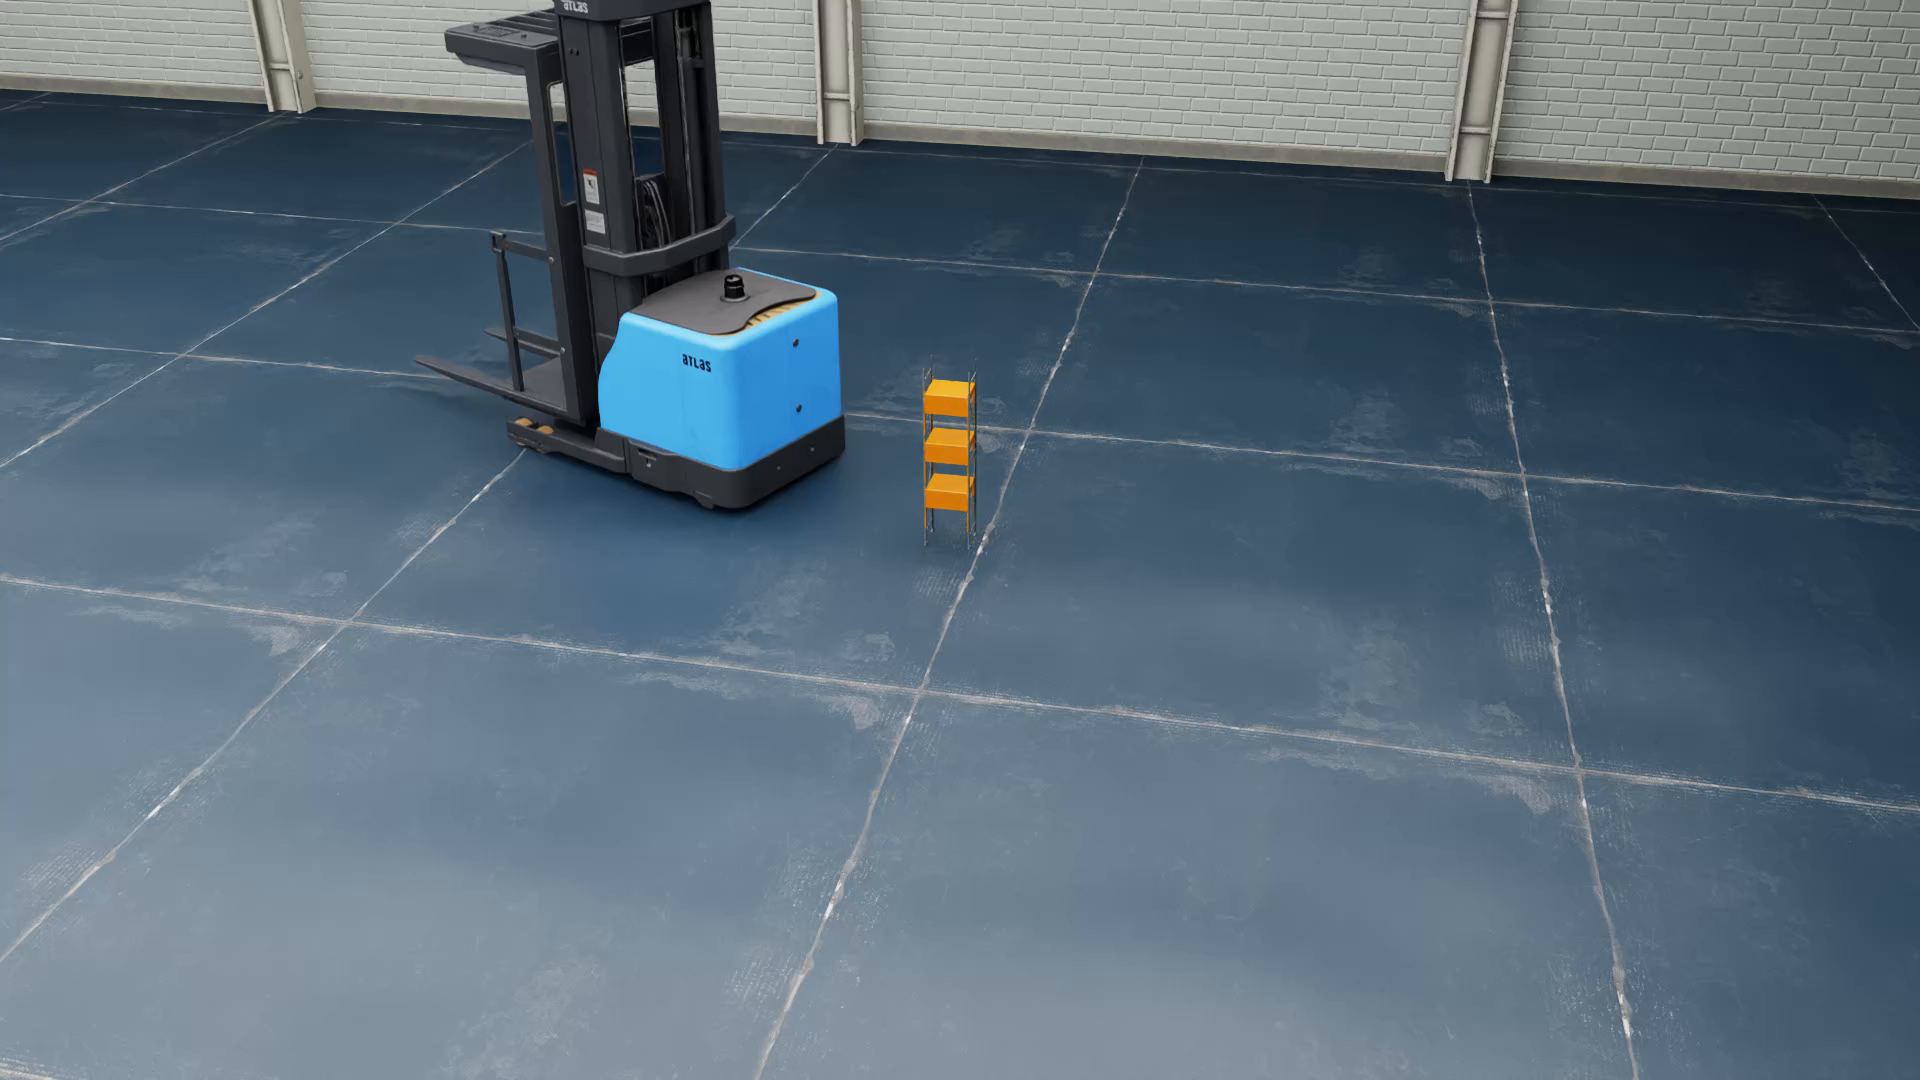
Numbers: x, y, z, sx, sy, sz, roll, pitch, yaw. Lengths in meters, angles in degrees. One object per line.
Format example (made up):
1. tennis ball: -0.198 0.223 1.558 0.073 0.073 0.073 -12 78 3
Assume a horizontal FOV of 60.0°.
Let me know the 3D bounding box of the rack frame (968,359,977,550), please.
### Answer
1. rack frame: 0.067 -0.454 8.985 0.008 1.050 0.200 6 29 11

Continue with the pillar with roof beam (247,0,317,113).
1. pillar with roof beam: -7.944 -6.485 11.724 0.400 9.000 9.100 6 29 11

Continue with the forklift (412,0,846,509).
1. forklift: -2.194 -2.004 9.859 3.031 2.935 1.130 19 34 30

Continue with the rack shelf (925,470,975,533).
1. rack shelf: -0.052 -0.213 9.146 0.240 0.259 0.215 6 29 11

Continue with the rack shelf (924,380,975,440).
1. rack shelf: -0.052 -0.705 8.877 0.240 0.259 0.215 6 29 11

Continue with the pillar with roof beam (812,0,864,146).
1. pillar with roof beam: -2.076 -5.883 10.625 0.400 9.000 9.100 6 29 11

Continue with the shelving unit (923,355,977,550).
1. shelving unit: -0.052 -0.466 9.008 0.252 1.050 0.215 6 29 11

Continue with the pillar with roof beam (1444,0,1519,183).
1. pillar with roof beam: 3.792 -5.282 9.526 0.400 9.000 9.100 6 29 11

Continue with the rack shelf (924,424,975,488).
1. rack shelf: -0.052 -0.457 9.013 0.240 0.259 0.215 6 29 11

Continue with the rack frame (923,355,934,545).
1. rack frame: -0.172 -0.478 9.030 0.008 1.050 0.200 6 29 11
